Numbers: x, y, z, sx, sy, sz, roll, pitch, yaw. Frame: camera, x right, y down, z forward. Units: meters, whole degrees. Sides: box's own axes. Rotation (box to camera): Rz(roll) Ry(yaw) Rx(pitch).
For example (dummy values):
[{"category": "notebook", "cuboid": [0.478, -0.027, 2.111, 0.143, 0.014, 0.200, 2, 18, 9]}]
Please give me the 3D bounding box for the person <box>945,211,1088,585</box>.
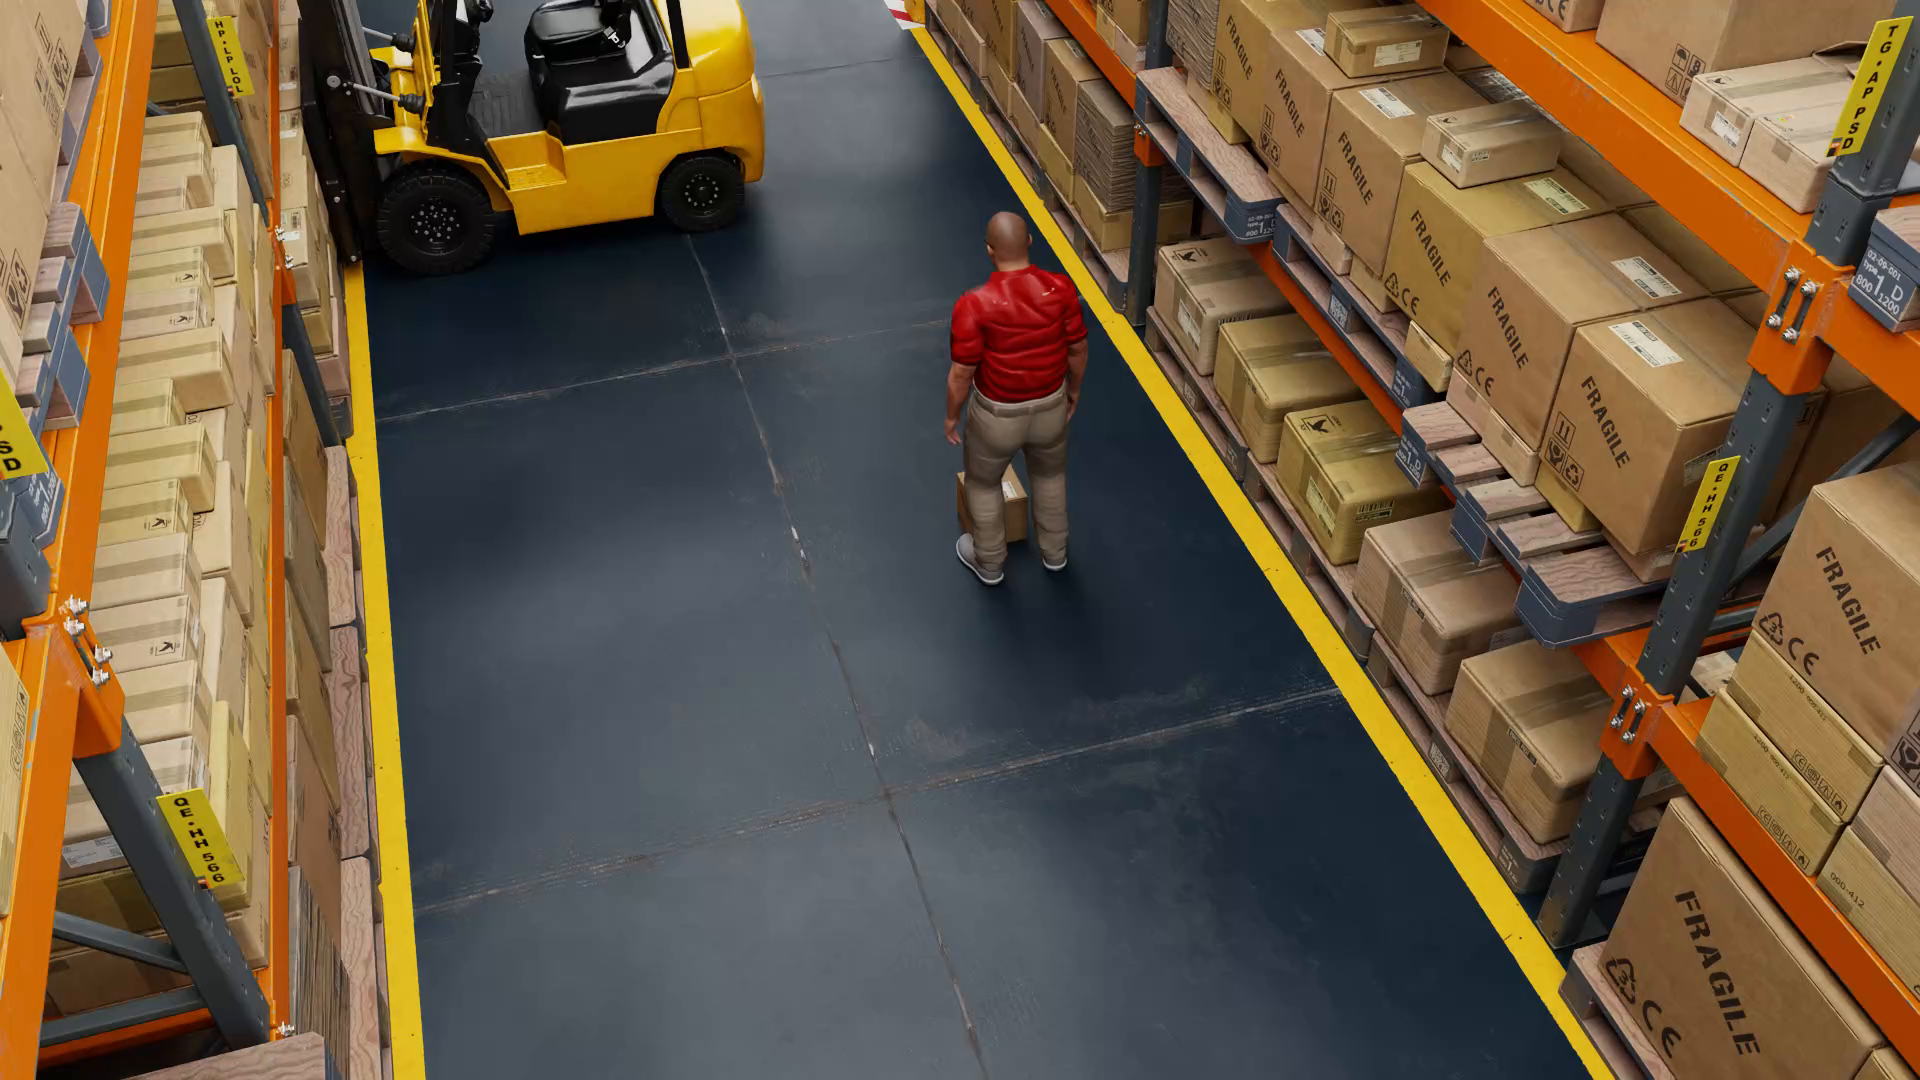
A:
[{"category": "person", "cuboid": [0.221, -0.543, 6.775, 0.593, 1.726, 0.395, -13, 43, -14]}]
